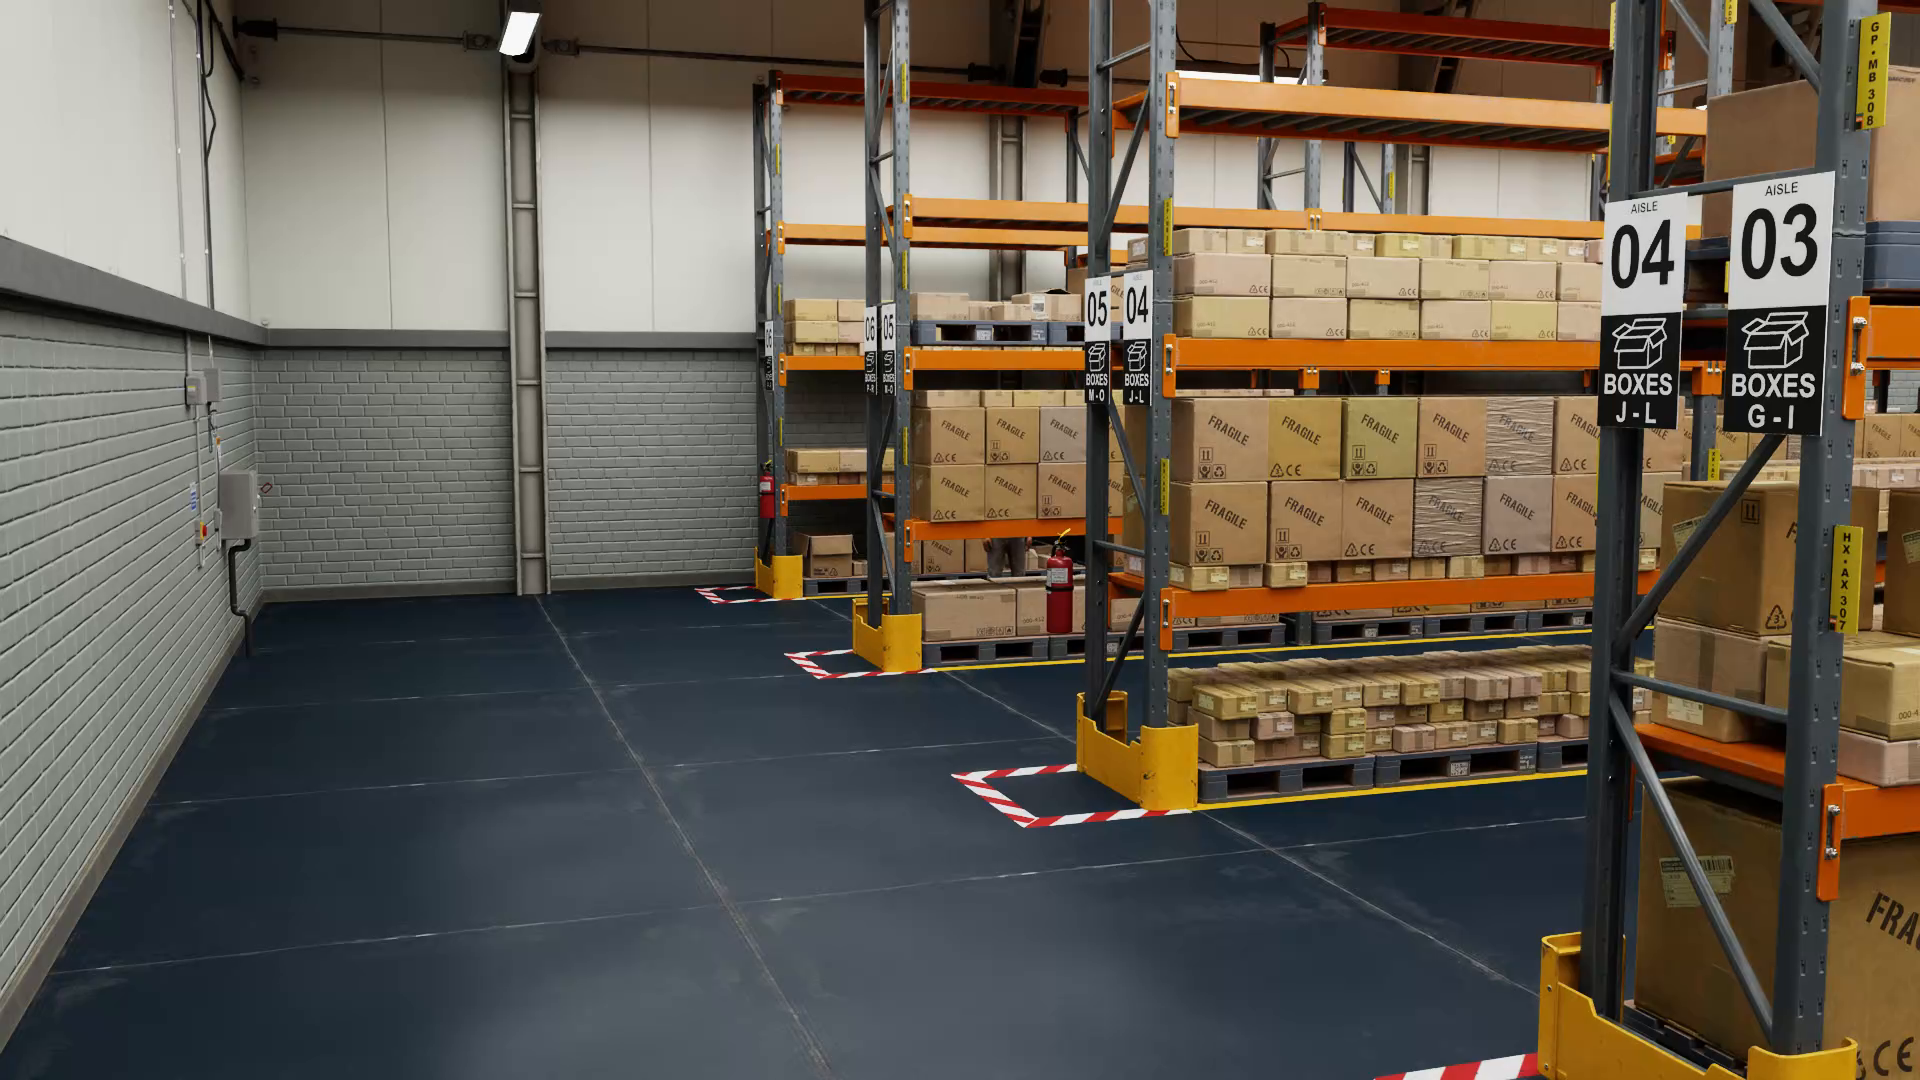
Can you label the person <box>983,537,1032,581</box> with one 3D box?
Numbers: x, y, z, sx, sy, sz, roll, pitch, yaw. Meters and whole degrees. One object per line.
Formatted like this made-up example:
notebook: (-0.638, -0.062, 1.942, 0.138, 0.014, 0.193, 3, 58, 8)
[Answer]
person: (0.494, -0.036, 17.544, 0.581, 1.771, 0.461, -2, 6, -21)
